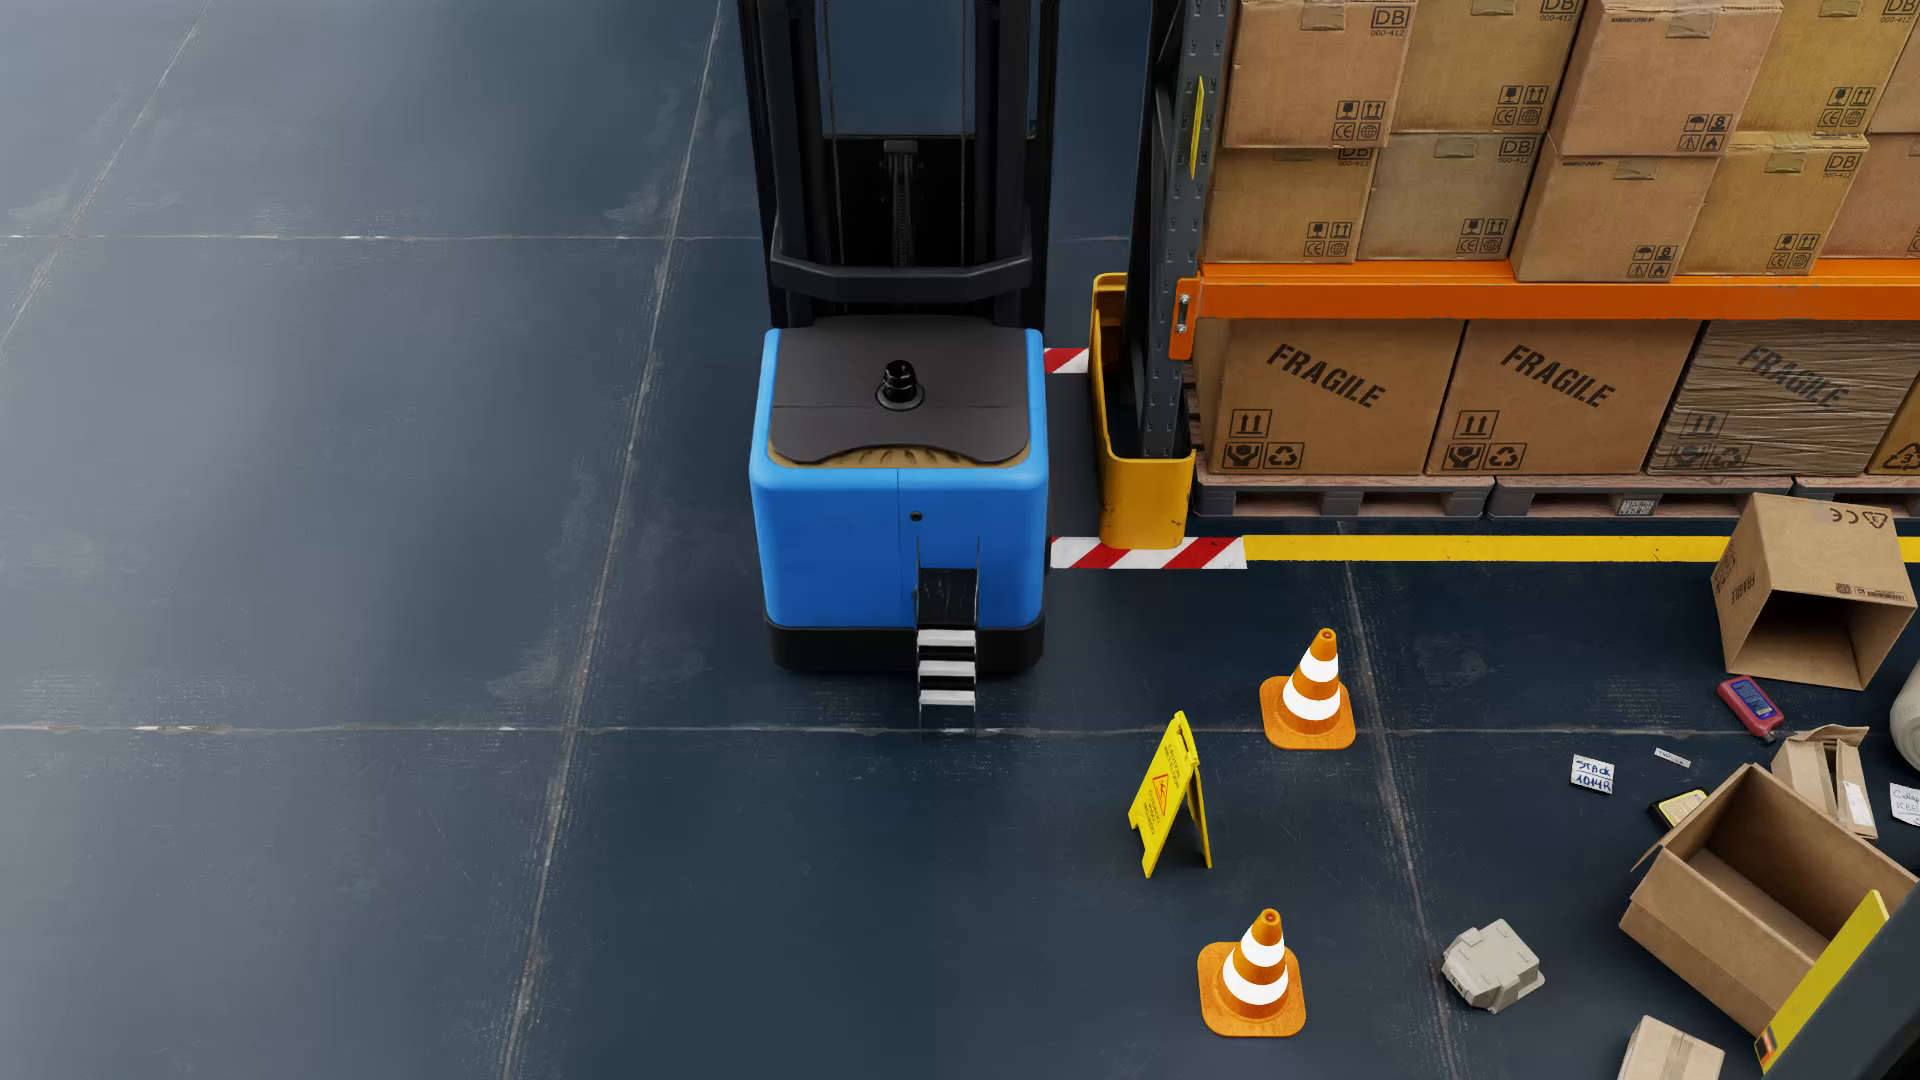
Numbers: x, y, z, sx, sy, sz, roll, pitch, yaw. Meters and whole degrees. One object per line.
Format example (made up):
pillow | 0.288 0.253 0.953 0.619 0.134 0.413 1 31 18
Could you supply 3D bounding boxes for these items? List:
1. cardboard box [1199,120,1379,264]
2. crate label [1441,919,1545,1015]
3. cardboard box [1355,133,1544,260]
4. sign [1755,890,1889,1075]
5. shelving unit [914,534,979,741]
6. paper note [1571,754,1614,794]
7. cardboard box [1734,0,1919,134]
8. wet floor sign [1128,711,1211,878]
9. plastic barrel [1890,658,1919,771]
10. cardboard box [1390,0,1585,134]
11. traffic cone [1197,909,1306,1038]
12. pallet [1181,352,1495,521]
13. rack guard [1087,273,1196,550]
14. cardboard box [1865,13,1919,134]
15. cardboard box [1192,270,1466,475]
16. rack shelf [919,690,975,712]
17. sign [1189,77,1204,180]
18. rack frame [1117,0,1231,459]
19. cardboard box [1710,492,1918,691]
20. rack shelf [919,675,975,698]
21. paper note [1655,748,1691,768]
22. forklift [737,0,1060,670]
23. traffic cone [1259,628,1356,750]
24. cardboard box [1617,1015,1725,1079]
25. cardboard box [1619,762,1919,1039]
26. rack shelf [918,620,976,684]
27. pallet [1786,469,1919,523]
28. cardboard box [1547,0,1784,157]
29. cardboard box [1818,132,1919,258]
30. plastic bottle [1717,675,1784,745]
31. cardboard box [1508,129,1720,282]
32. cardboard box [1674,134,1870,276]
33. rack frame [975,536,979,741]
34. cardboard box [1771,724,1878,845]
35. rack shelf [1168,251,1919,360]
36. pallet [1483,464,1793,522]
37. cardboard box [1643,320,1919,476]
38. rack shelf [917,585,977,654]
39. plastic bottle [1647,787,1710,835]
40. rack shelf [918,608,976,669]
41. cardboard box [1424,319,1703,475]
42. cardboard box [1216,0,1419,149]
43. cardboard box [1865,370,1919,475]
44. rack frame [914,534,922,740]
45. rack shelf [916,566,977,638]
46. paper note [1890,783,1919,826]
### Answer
cardboard box | 1.143 -1.496 6.071 0.550 0.550 0.875 0 47 0
crate label | 1.740 1.387 5.446 0.298 0.136 0.250 -23 51 -20
cardboard box | 1.693 -1.510 6.085 0.550 0.550 0.875 0 47 0
sign | 0.877 0.481 1.679 0.005 0.325 0.100 0 47 0
shelving unit | -0.042 0.362 5.868 0.210 0.900 0.258 1 50 1
paper note | 2.292 0.847 6.023 0.142 0.017 0.144 15 49 14
cardboard box | 2.783 -1.861 5.673 0.500 0.550 0.875 0 47 0
wet floor sign | 0.736 0.839 5.609 0.232 0.644 0.267 -7 47 -7
plastic barrel | 3.632 0.596 5.987 0.421 0.421 0.512 32 55 26
cardboard box | 1.693 -1.868 5.680 0.550 0.550 0.875 0 47 0
traffic cone | 0.954 1.319 5.287 0.334 0.463 0.336 0 47 0
pallet | 1.572 -0.517 7.168 1.213 0.211 1.003 0 47 0
rack guard | 0.748 -0.561 7.011 0.348 0.500 1.175 0 47 0
cardboard box | 3.313 -1.865 5.677 0.550 0.550 0.875 0 47 0
cardboard box | 1.450 -0.878 6.764 0.875 0.875 0.875 0 47 0
rack shelf | -0.041 0.498 6.033 0.200 0.077 0.258 1 50 1
sign | 0.764 -1.328 5.372 0.005 0.325 0.100 0 47 0
rack frame | 0.772 -1.412 6.096 0.127 3.000 1.000 0 47 0
cardboard box | 3.216 0.196 6.305 0.500 0.500 0.500 8 48 7
rack shelf | -0.041 0.441 5.963 0.200 0.077 0.258 1 50 1
paper note | 2.607 0.797 6.082 0.123 0.001 0.032 23 51 20
forklift | -0.207 -1.566 6.286 1.130 2.935 3.031 0 47 0
traffic cone | 1.298 0.493 6.056 0.334 0.463 0.336 0 47 0
cardboard box | 2.172 1.707 5.140 0.250 0.149 0.380 23 51 20
cardboard box | 2.621 1.213 5.358 0.637 0.503 0.797 -31 54 -26
rack shelf | -0.042 0.383 5.894 0.200 0.077 0.258 1 50 1
pallet | 4.012 -0.511 7.162 1.213 0.211 1.003 0 47 0
cardboard box | 2.253 -1.767 5.586 0.550 0.550 0.875 0 47 0
cardboard box | 3.313 -1.517 6.092 0.550 0.550 0.875 0 47 0
plastic bottle | 2.966 0.636 6.197 0.133 0.061 0.283 -15 49 -13
cardboard box | 2.253 -1.417 5.998 0.550 0.550 0.875 0 47 0
cardboard box | 2.783 -1.446 6.025 0.500 0.550 0.875 0 47 0
rack frame | 0.060 0.364 5.866 0.006 0.900 0.240 1 50 1
cardboard box | 3.046 0.873 5.836 0.258 0.266 0.396 8 48 7
rack shelf | 2.772 -1.162 6.354 4.000 0.370 1.077 0 47 0
pallet | 2.789 -0.512 7.163 1.213 0.211 1.003 0 47 0
cardboard box | 3.242 -0.873 6.759 0.875 0.875 0.875 0 47 0
rack shelf | -0.042 0.269 5.755 0.200 0.077 0.258 1 50 1
plastic bottle | 2.599 0.956 5.899 0.283 0.061 0.133 -15 49 -13
rack shelf | -0.042 0.326 5.825 0.200 0.077 0.258 1 50 1
cardboard box | 2.330 -0.877 6.763 0.875 0.875 0.875 -1 47 0
cardboard box | 1.143 -1.802 5.619 0.550 0.550 0.875 0 47 0
cardboard box | 4.143 -0.874 6.759 0.875 0.875 0.875 1 47 1
rack frame | -0.143 0.360 5.871 0.006 0.900 0.240 1 50 1
rack shelf | -0.043 0.211 5.686 0.200 0.077 0.258 1 50 1
paper note | 3.407 0.948 5.932 0.155 0.023 0.172 15 49 14
